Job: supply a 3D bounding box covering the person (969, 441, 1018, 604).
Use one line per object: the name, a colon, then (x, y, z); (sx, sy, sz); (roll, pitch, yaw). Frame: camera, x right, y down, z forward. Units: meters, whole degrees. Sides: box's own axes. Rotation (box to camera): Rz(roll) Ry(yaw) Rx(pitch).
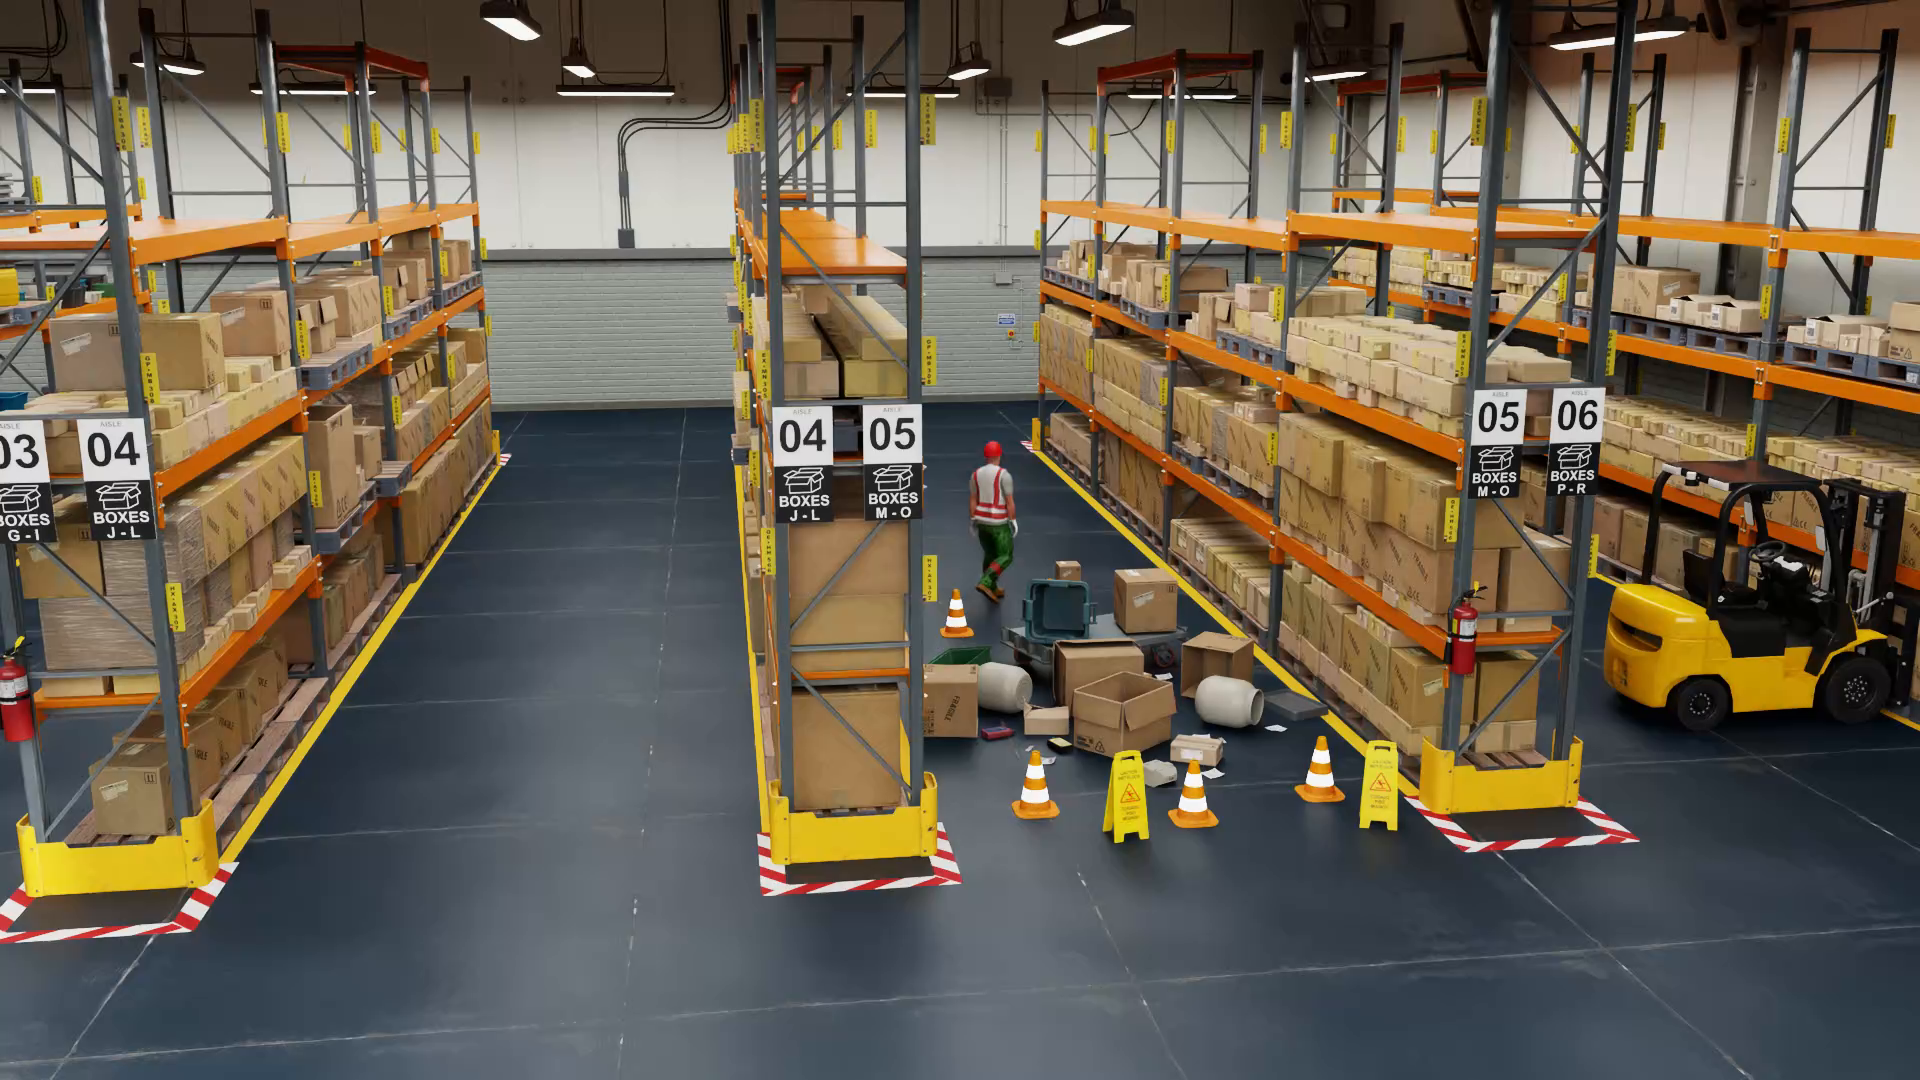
person: (0.335, -0.179, 18.179); (0.617, 1.776, 0.803); (10, 17, 38)
